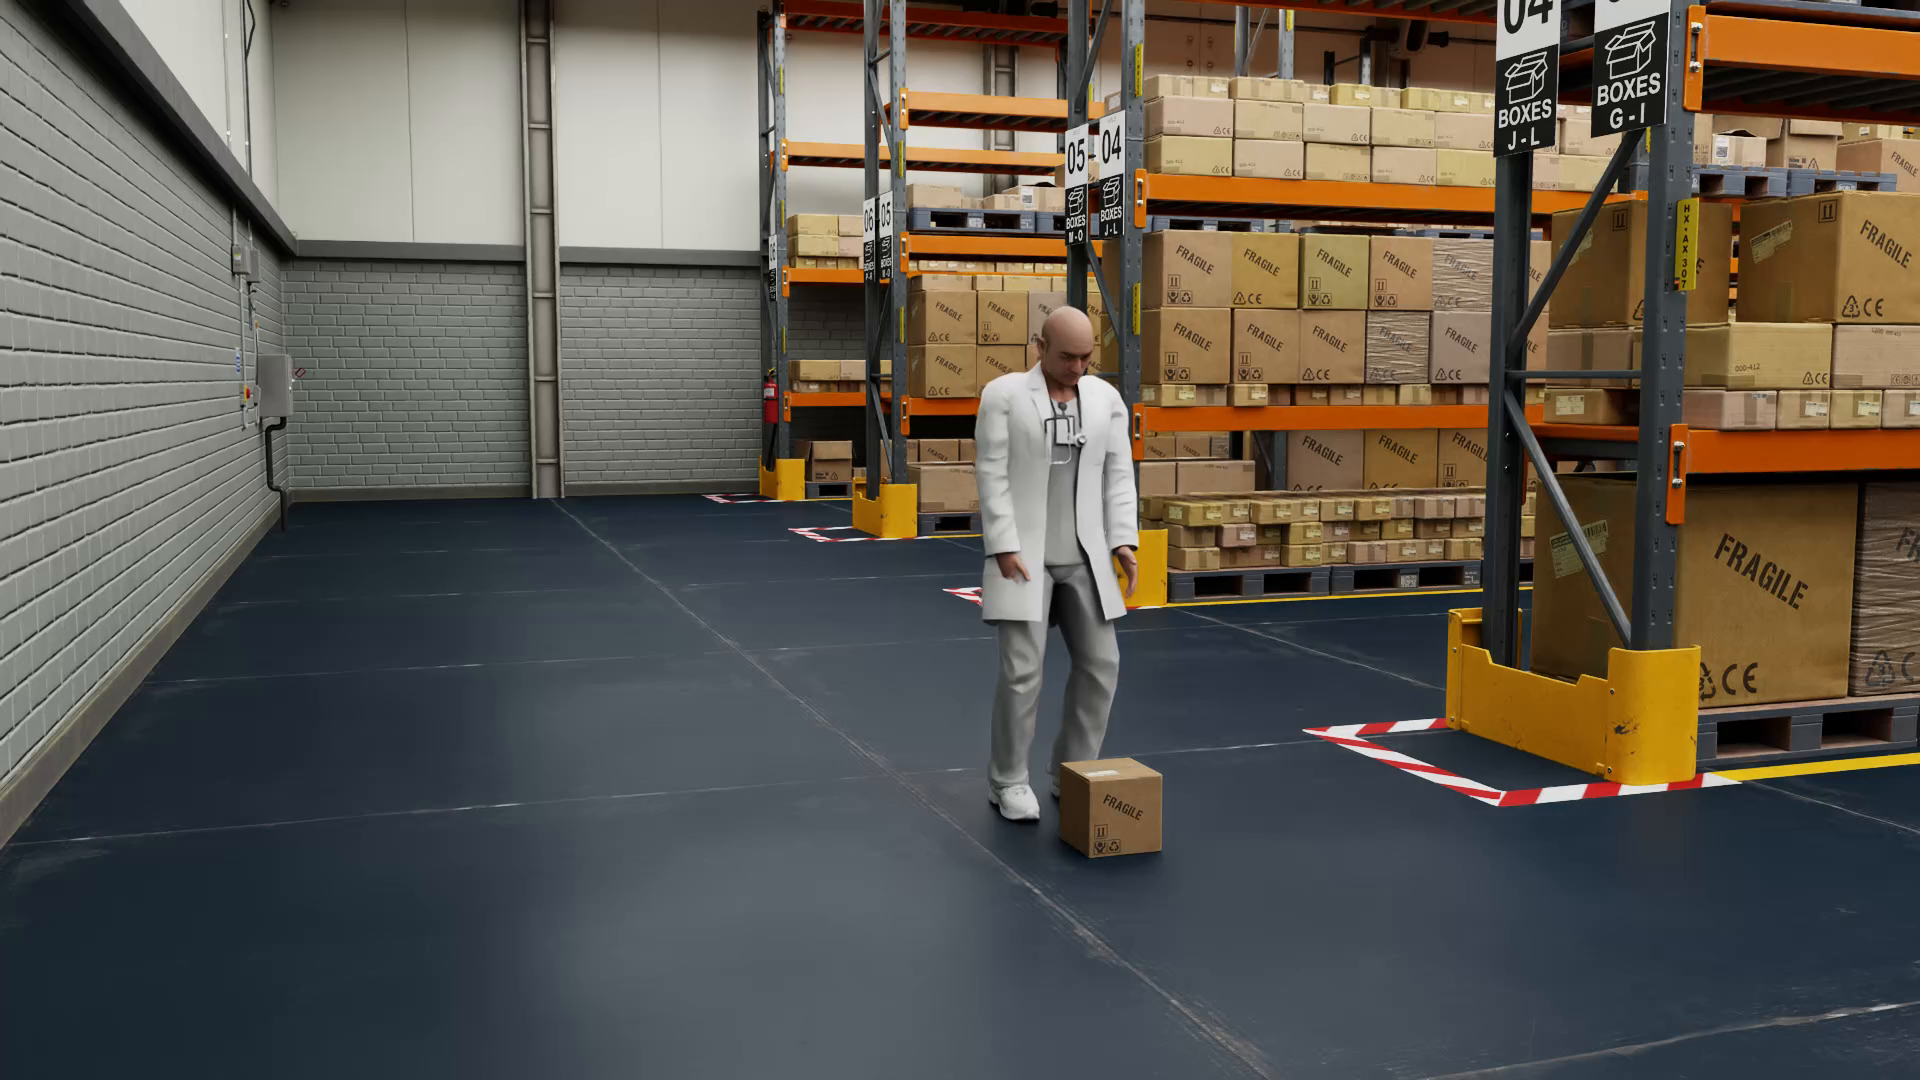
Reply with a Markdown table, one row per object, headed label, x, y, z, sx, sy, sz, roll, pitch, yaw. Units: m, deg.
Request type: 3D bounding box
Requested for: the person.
| label | x | y | z | sx | sy | sz | roll | pitch | yaw |
| --- | --- | --- | --- | --- | --- | --- | --- | --- | --- |
| person | 0.340 | 0.077 | 5.743 | 0.583 | 1.738 | 0.403 | -2 | 6 | -17 |
